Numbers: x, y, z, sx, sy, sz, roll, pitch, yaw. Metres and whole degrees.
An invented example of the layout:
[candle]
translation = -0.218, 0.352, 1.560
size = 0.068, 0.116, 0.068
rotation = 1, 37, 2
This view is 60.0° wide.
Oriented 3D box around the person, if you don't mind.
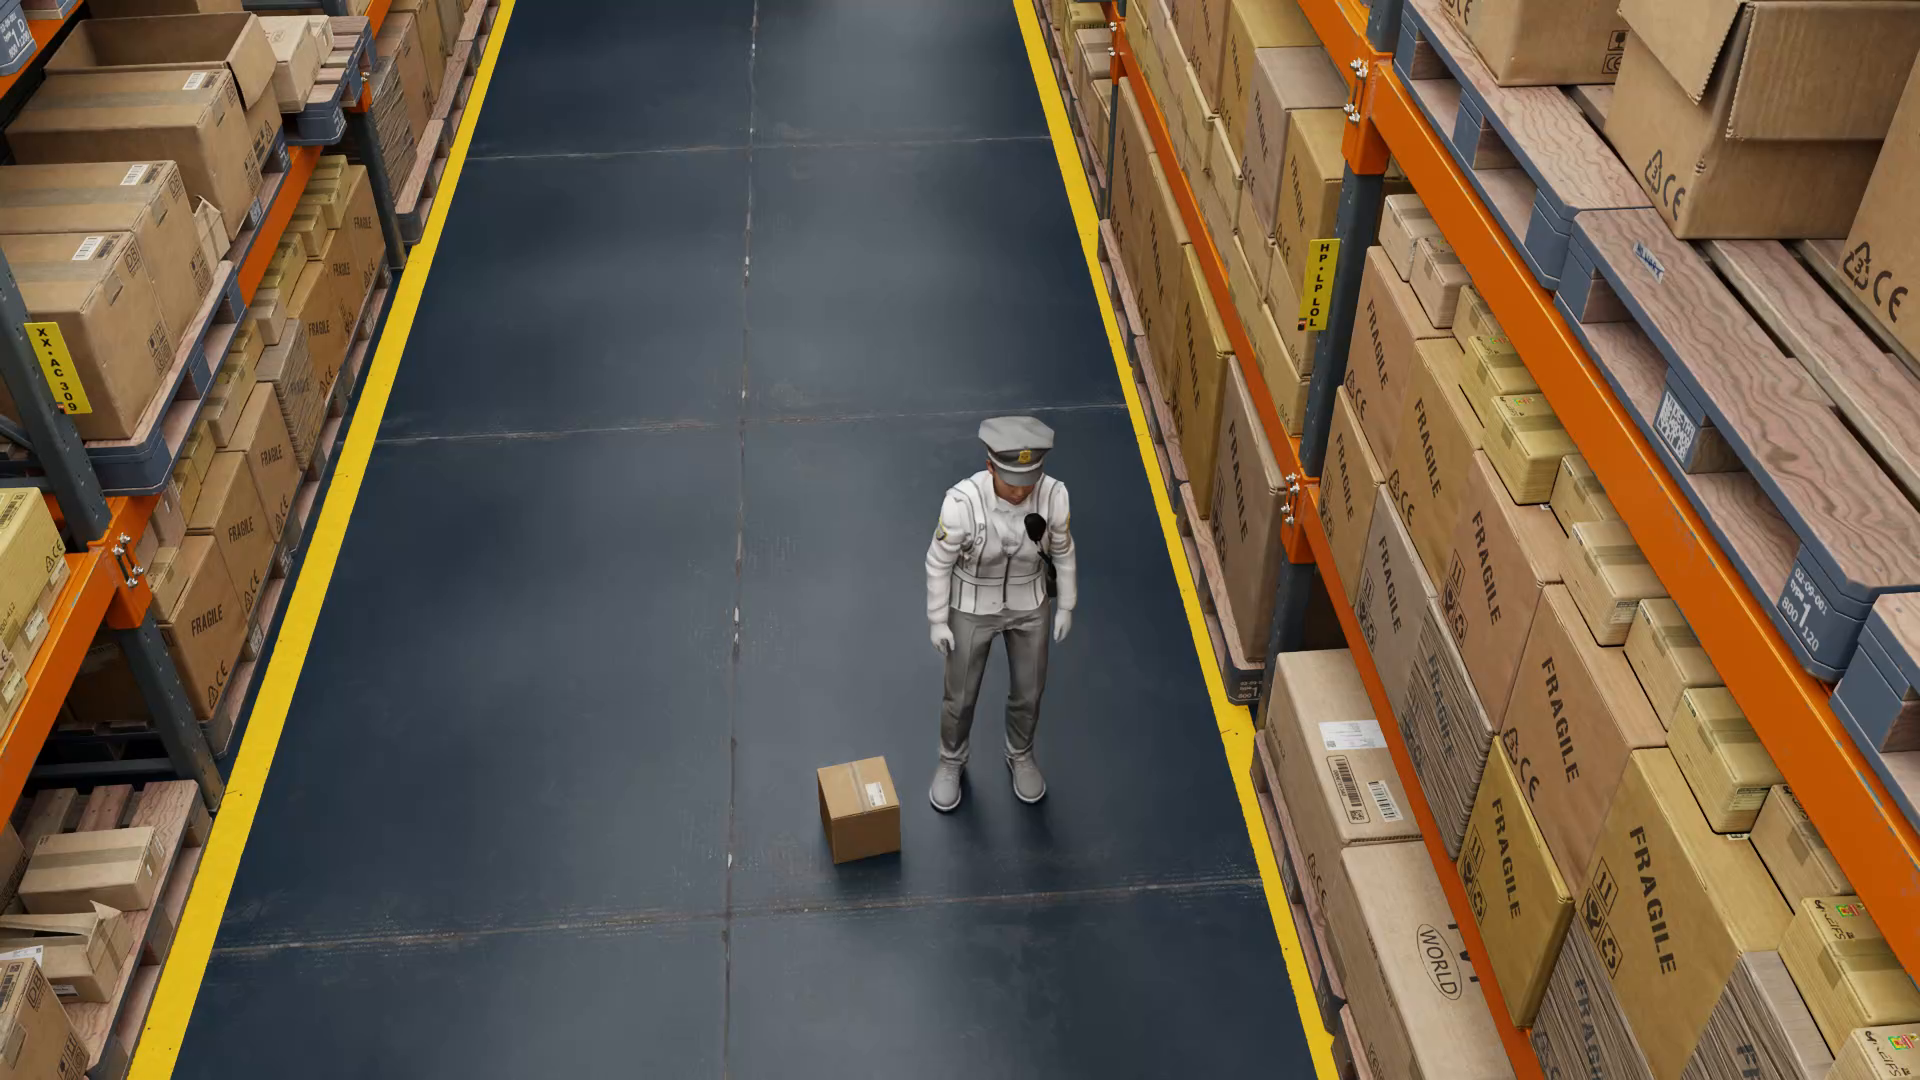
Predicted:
[person]
translation = 0.146, 0.265, 5.829
size = 0.547, 1.663, 0.346
rotation = -5, 40, -7
